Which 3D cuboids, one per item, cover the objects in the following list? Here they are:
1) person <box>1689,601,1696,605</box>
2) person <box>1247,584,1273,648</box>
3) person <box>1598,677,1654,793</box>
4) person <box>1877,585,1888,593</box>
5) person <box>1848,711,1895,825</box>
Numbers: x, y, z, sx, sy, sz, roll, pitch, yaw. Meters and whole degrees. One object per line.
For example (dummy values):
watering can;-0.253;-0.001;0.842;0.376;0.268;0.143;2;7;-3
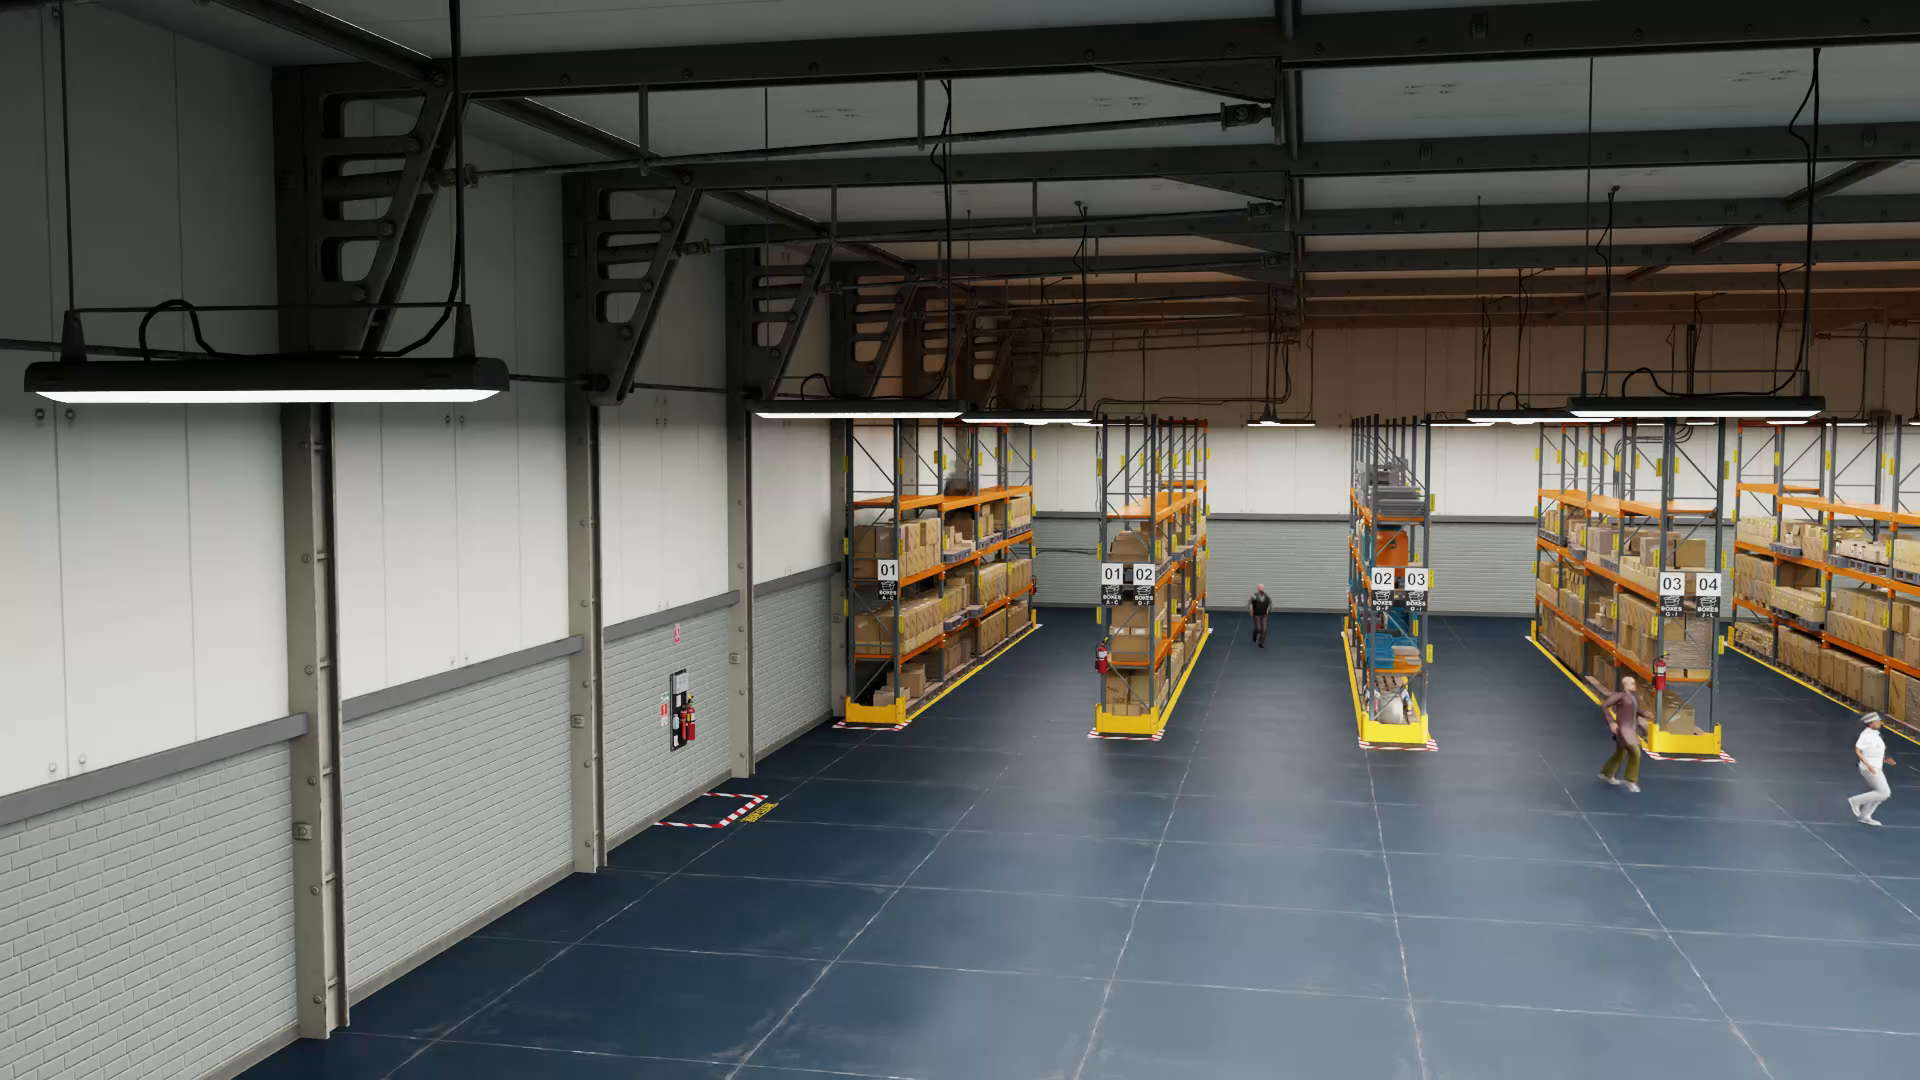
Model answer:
person;19.205;1.918;44.312;0.564;1.720;0.766;-3;5;-43
person;7.887;1.988;43.595;0.658;1.677;0.578;0;4;-3
person;10.580;3.085;26.457;0.848;1.846;0.689;3;5;42
person;24.680;1.874;44.625;0.696;1.775;0.726;1;4;15
person;13.204;3.297;24.059;0.558;1.658;0.574;3;5;37
